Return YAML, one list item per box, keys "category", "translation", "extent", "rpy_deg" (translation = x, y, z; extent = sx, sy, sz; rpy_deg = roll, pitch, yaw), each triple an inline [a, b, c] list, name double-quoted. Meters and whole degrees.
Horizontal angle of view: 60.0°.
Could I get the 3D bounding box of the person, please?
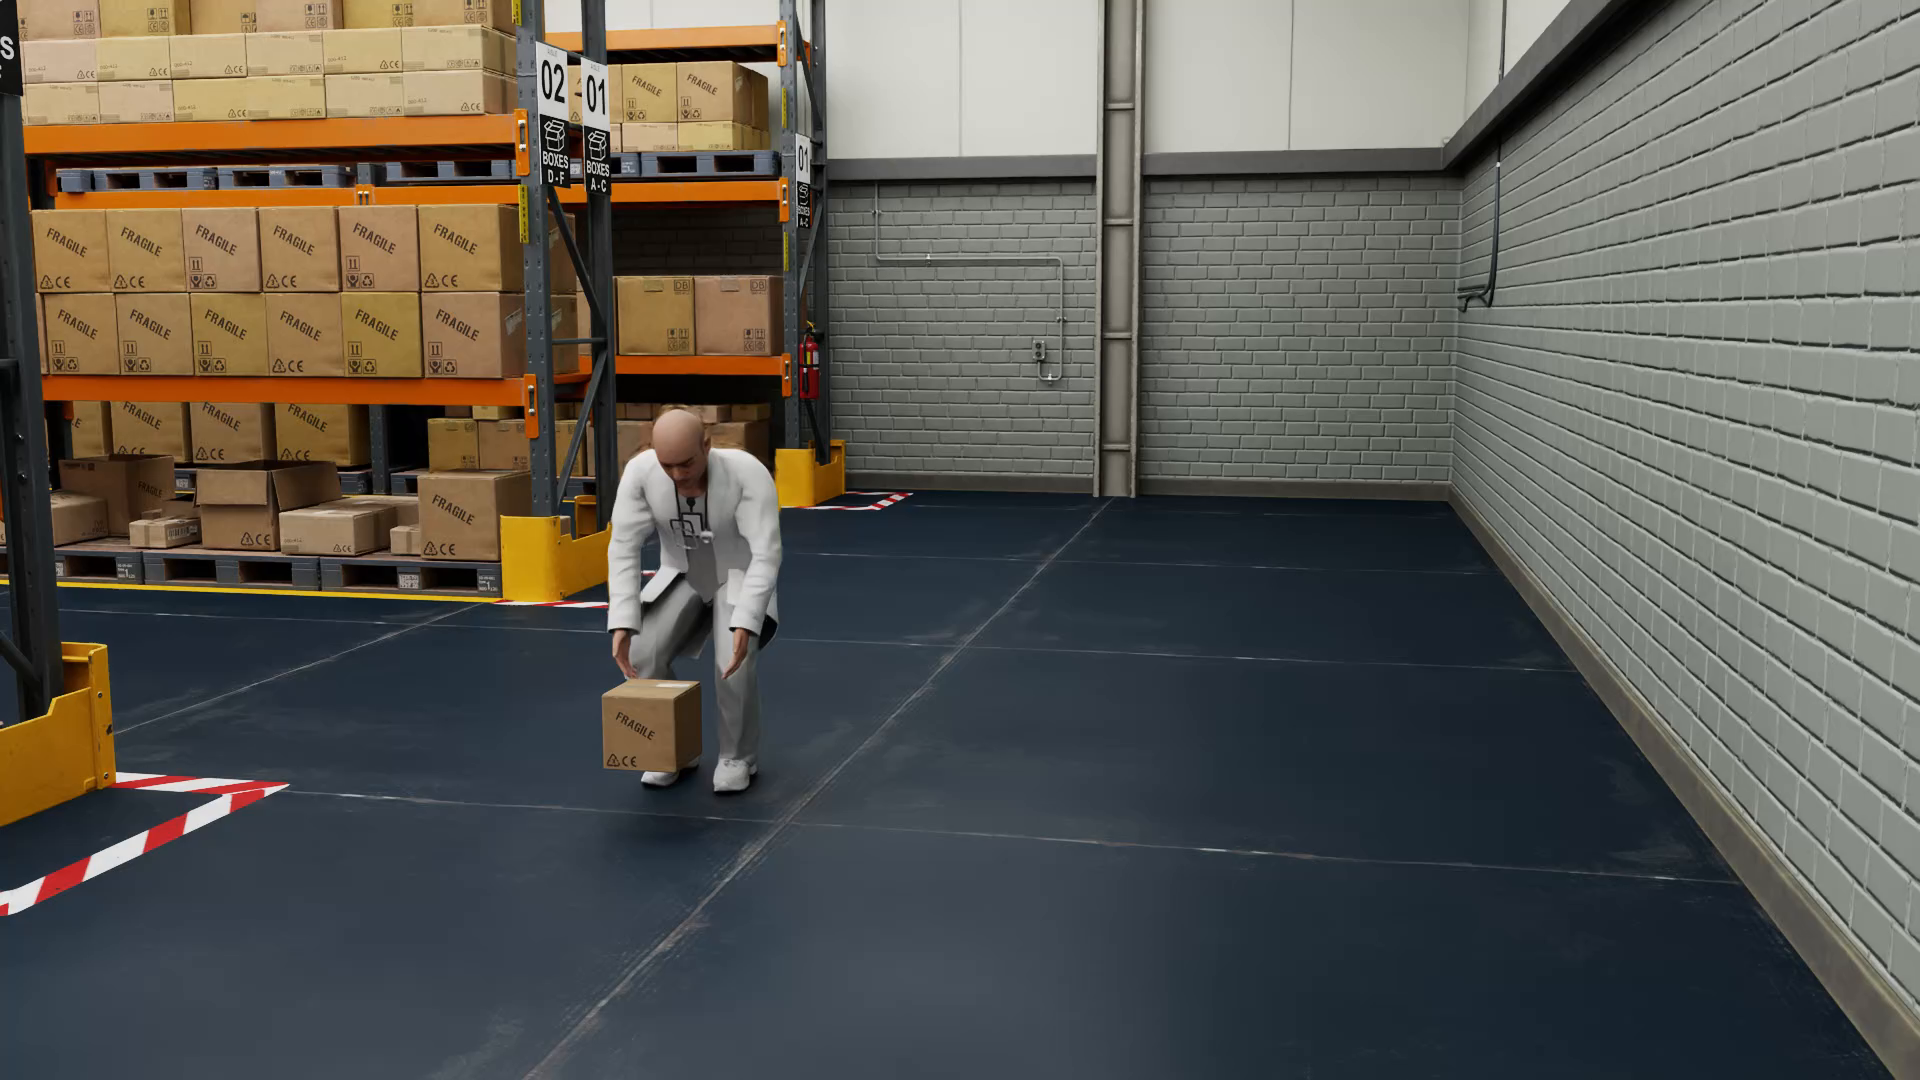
- category: "person"
  translation: [-0.903, 0.202, 5.920]
  extent: [0.633, 1.365, 0.749]
  rpy_deg: [2, 8, 11]
